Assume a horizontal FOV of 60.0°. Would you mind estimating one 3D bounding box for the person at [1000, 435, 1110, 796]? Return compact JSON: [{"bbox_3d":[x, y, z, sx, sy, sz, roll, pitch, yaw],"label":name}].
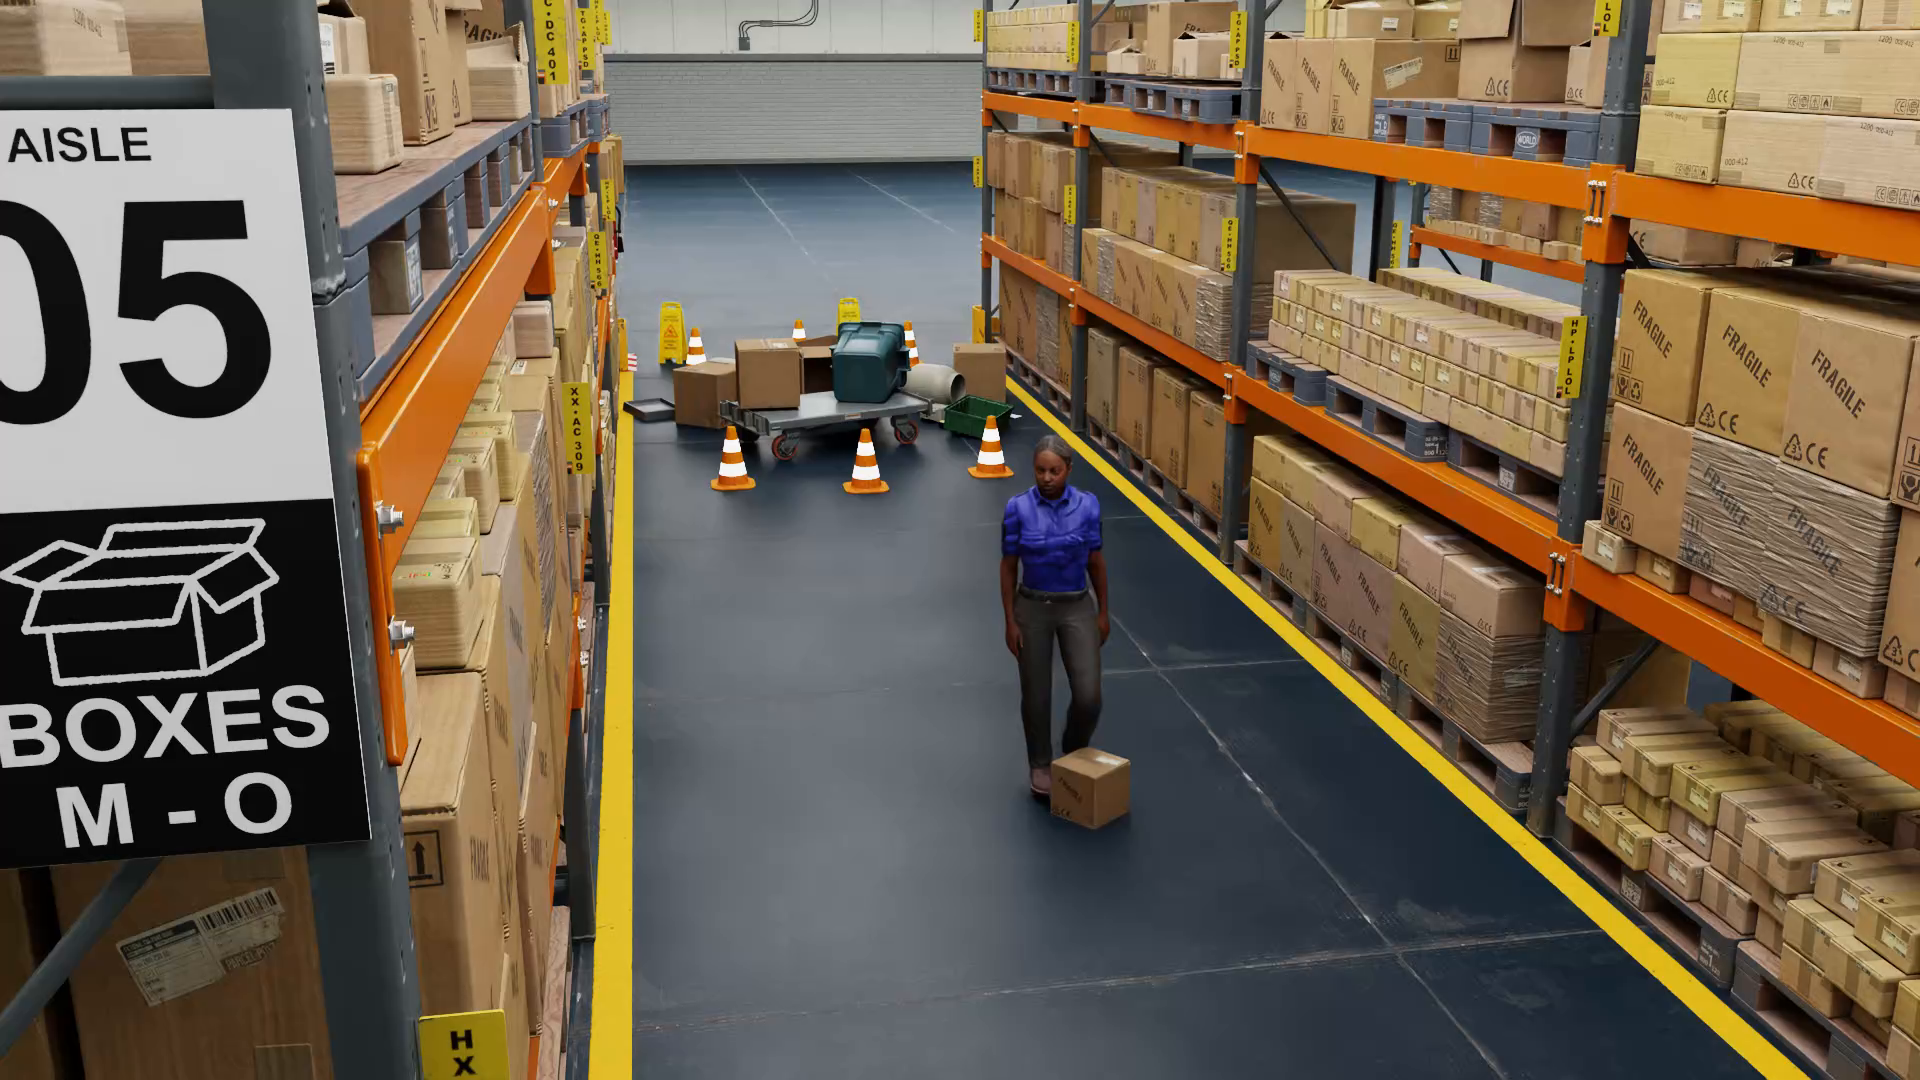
[{"bbox_3d":[0.419,0.363,7.291,0.492,1.686,0.436,0,16,1],"label":"person"}]
